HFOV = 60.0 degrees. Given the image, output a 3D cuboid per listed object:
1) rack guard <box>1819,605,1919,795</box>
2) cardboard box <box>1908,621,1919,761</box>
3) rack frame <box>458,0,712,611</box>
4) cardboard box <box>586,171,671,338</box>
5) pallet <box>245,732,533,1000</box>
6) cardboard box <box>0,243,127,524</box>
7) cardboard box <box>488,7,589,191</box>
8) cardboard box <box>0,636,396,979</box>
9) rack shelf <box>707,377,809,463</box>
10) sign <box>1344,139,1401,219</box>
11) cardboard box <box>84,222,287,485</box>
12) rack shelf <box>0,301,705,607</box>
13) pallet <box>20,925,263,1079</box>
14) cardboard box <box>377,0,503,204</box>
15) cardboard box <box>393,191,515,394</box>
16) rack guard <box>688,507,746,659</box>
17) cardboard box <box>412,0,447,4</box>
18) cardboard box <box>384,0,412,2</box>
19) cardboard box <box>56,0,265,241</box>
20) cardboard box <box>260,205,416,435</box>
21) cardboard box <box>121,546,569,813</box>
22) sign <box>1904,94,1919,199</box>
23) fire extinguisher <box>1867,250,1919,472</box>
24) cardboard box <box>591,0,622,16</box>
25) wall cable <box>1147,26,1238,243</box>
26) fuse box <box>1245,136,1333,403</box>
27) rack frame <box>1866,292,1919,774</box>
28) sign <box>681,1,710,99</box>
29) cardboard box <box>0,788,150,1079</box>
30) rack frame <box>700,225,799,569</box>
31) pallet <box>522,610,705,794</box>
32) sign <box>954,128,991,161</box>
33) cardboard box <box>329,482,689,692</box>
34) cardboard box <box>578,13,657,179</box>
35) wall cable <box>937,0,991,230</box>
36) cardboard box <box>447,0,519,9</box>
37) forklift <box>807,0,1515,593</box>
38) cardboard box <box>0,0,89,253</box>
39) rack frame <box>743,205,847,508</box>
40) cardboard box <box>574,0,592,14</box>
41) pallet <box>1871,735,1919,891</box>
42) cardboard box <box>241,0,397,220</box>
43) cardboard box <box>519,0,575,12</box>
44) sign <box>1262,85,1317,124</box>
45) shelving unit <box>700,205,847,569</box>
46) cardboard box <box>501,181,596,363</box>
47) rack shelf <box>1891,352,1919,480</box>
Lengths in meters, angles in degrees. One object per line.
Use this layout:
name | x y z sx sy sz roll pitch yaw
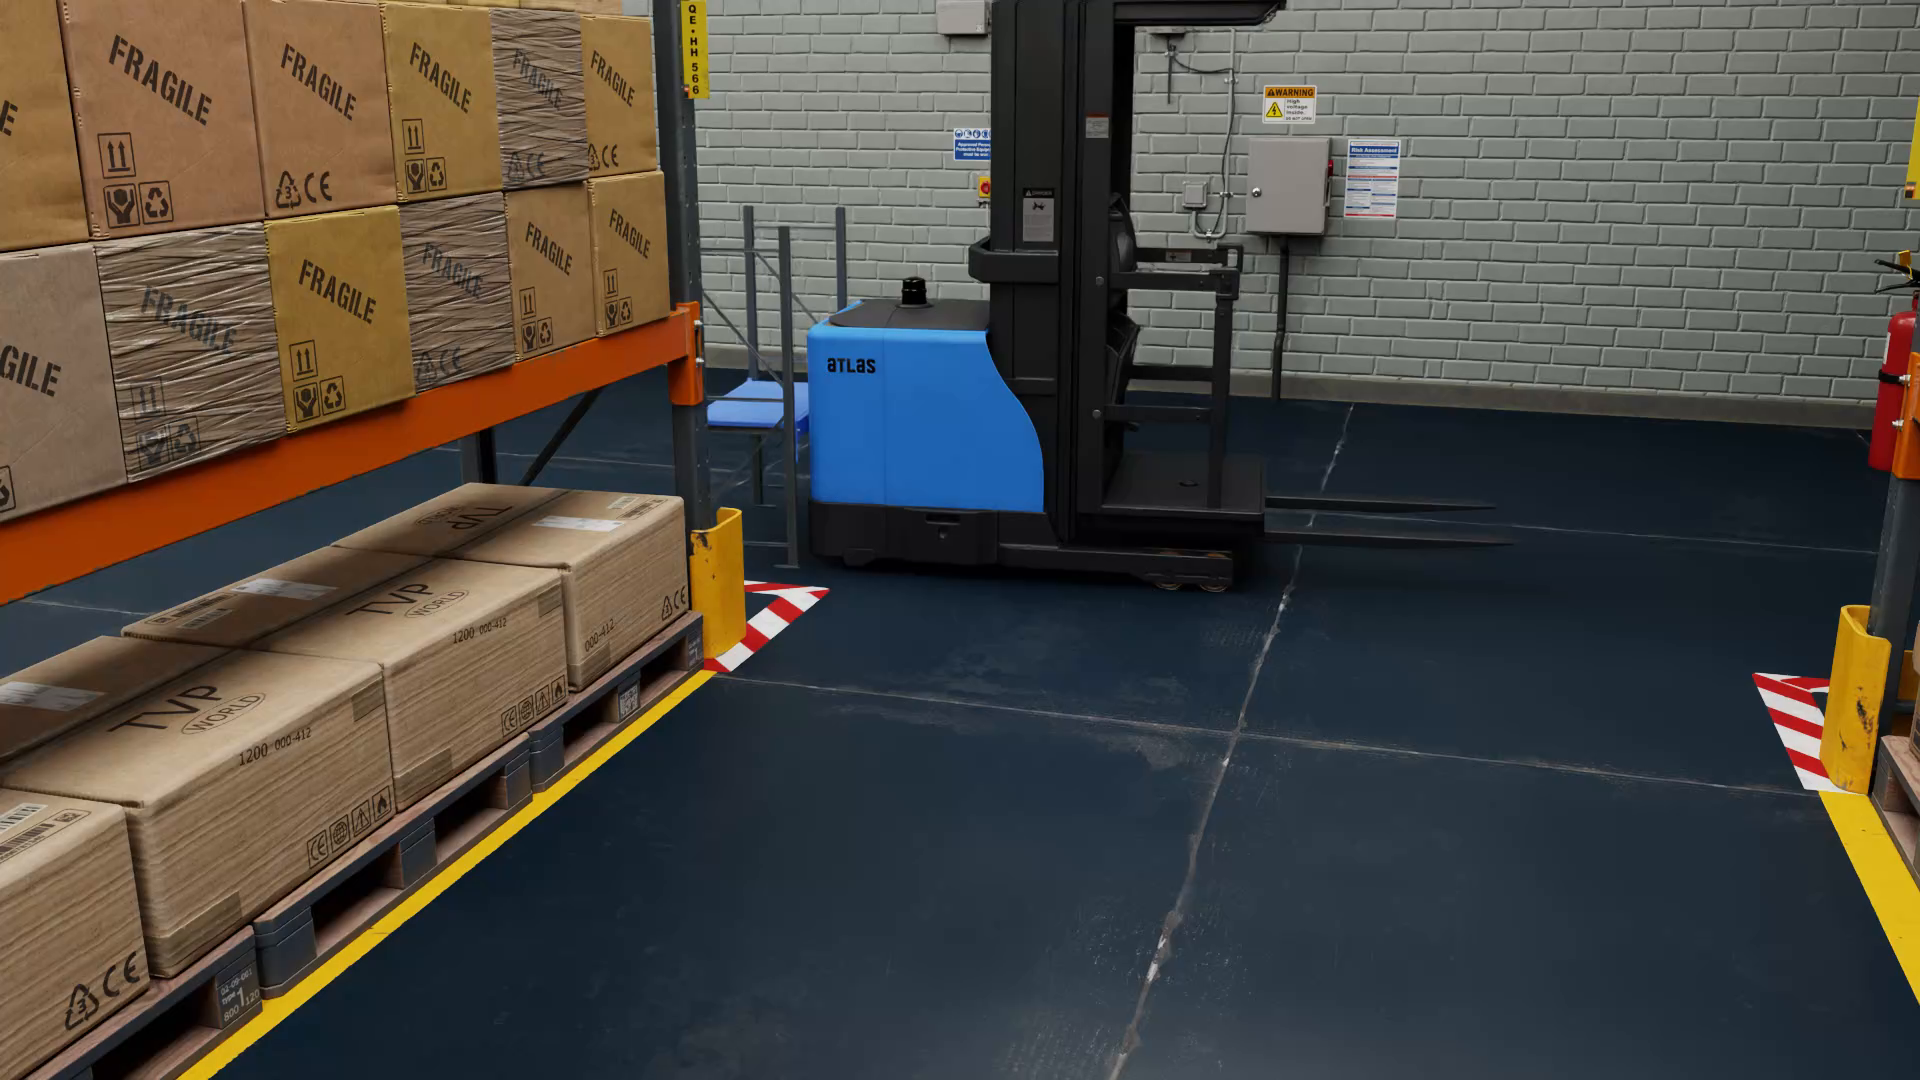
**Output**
rack guard | 3.301 0.532 5.036 1.175 0.500 0.348 5 16 16
cardboard box | 3.058 0.462 4.510 0.797 0.503 0.637 4 16 14
rack frame | -1.437 -1.074 6.119 1.000 3.000 0.127 5 16 16
cardboard box | -1.320 -0.975 5.588 0.500 0.500 0.500 5 17 16
pallet | -1.938 0.801 4.619 1.003 0.211 1.213 5 16 16
cardboard box | -2.042 -0.309 3.240 0.500 0.500 0.500 5 17 16
cardboard box | -1.466 -1.320 4.969 0.500 0.500 0.500 5 16 16
cardboard box | -2.039 0.613 4.097 0.875 0.438 0.875 4 16 14
rack shelf | -0.881 -0.572 7.756 0.538 0.185 1.000 3 16 9
sign | 2.648 -2.320 10.686 0.329 0.494 0.001 5 16 16
cardboard box | -1.895 -0.439 3.697 0.500 0.500 0.500 5 17 16
rack shelf | -2.005 -0.205 4.372 1.077 0.370 4.000 5 16 16
pallet | -2.283 1.121 3.490 1.003 0.211 1.213 5 16 16
cardboard box | -1.610 -1.190 4.514 0.500 0.500 0.500 5 16 16
cardboard box | -1.614 -0.710 4.652 0.500 0.500 0.500 5 17 17
rack guard | -1.430 0.122 6.482 1.175 0.500 0.348 5 16 16
cardboard box | -1.642 -1.538 4.550 0.380 0.149 0.250 4 16 15
cardboard box | -1.657 -1.468 4.303 0.380 0.149 0.250 5 17 17
cardboard box | -1.900 -0.927 3.586 0.500 0.500 0.500 5 17 17
cardboard box | -1.748 -0.574 4.172 0.500 0.500 0.500 5 17 18
cardboard box | -1.781 0.377 4.929 0.875 0.438 0.875 5 17 17
sign | 2.803 -1.149 4.795 0.100 0.325 0.005 5 16 16
fire extinguisher | 2.922 -0.548 5.089 0.296 0.674 0.183 5 16 16
cardboard box | -1.347 -1.806 5.495 0.380 0.149 0.250 5 17 17
wall cable | 1.506 -2.933 10.811 0.588 1.984 0.122 5 16 16
fuse box | 2.116 -1.730 10.793 0.539 1.711 0.414 5 16 16
rack frame | 3.323 -0.690 4.765 1.000 3.000 0.127 5 16 16
sign | -0.921 -1.699 5.767 0.100 0.325 0.005 5 16 16
cardboard box | -2.292 0.847 3.271 0.875 0.438 0.875 4 16 15
rack frame | -0.965 -0.608 7.224 0.500 1.500 0.032 3 16 9
pallet | -1.589 0.483 5.741 1.003 0.211 1.213 5 16 16
sign | 0.114 -2.701 11.359 0.327 0.218 0.001 5 16 16
cardboard box | -1.529 0.137 5.775 0.875 0.438 0.875 4 16 14
cardboard box | -1.346 -1.459 5.459 0.500 0.500 0.500 5 17 18
wall cable | 0.143 -3.055 11.183 0.585 1.953 0.123 5 16 16
cardboard box | -1.500 -1.601 4.772 0.380 0.149 0.250 5 17 17
forklift | 0.893 -1.344 7.198 3.031 2.935 1.130 3 16 10
cardboard box | -2.057 -0.794 3.116 0.500 0.500 0.500 4 16 15
rack frame | -0.797 -0.882 8.189 0.500 1.500 0.032 3 16 9
cardboard box | -1.396 -1.738 5.254 0.380 0.149 0.250 5 17 17
pallet | 3.076 0.880 4.340 1.003 0.211 1.213 5 16 16
cardboard box | -1.755 -1.059 4.050 0.500 0.500 0.500 5 16 15
cardboard box | -1.389 -1.663 4.993 0.380 0.149 0.250 4 16 15
sign | 2.121 -2.806 10.711 0.339 0.242 0.001 5 16 16
shelving unit | -0.881 -0.745 7.706 0.538 1.500 1.048 3 16 9
cardboard box | -1.477 -0.845 5.129 0.500 0.500 0.500 4 16 15
rack shelf | 2.755 0.179 3.019 1.077 0.370 4.000 5 16 16
